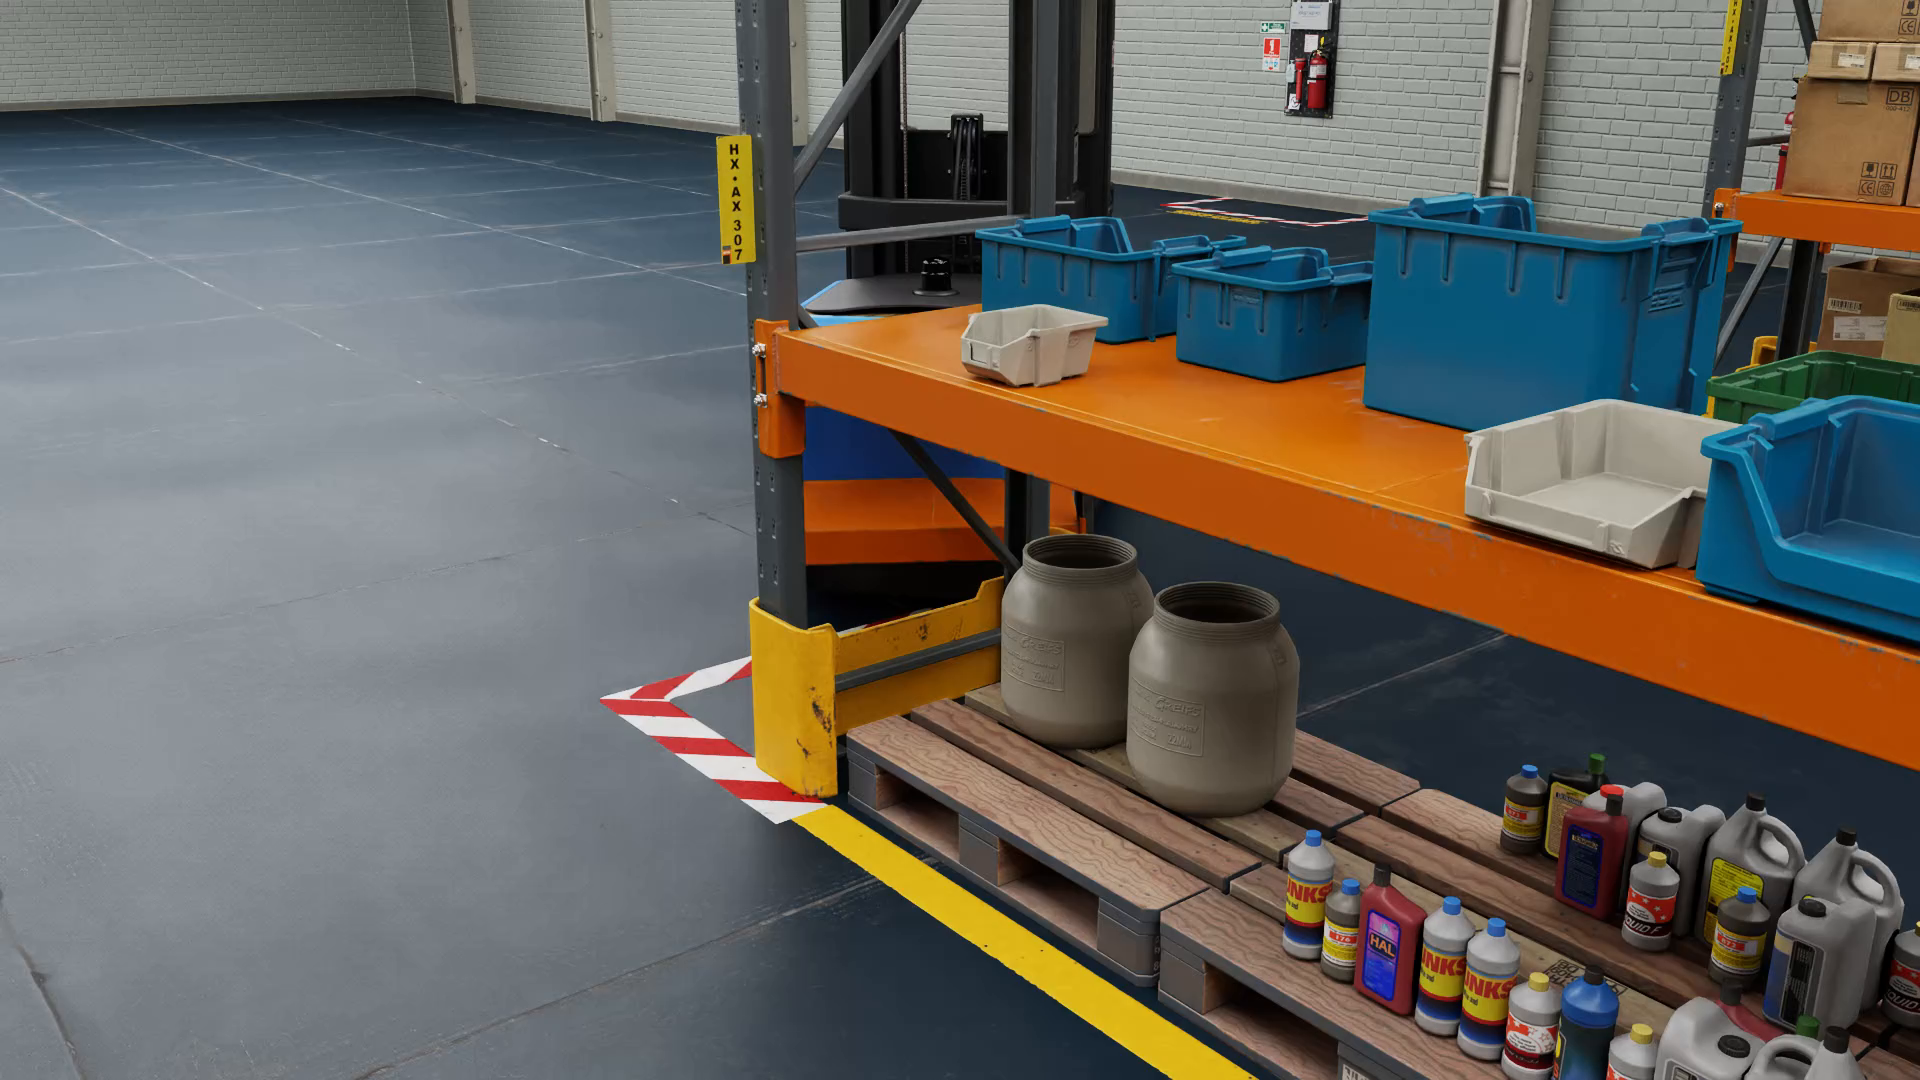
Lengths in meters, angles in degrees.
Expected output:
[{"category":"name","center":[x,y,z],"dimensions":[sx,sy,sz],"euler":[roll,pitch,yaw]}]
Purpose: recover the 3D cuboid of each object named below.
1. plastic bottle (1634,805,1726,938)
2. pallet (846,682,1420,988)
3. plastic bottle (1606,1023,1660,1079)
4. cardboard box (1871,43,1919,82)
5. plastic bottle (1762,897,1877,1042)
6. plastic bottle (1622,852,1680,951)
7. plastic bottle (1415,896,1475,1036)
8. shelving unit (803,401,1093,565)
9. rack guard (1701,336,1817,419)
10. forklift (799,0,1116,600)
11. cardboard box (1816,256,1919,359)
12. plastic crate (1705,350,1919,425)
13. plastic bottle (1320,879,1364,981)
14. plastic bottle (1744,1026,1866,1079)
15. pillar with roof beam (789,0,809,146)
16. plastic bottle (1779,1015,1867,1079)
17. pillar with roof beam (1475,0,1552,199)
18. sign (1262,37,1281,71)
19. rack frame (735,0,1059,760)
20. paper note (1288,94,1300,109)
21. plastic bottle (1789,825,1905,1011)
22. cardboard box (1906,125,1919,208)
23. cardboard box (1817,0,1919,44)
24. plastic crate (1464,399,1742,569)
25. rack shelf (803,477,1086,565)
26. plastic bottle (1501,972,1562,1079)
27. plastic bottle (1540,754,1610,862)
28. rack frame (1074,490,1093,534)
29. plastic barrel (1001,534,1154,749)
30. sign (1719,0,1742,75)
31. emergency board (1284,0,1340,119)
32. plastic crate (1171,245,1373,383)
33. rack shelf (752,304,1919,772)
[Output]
[{"category":"plastic bottle","center":[1.560,0.697,3.618],"dimensions":[0.152,0.276,0.135],"euler":[-15,23,-38]},{"category":"pallet","center":[0.439,0.679,4.476],"dimensions":[1.003,0.211,1.213],"euler":[-14,23,-36]},{"category":"plastic bottle","center":[1.200,0.956,2.956],"dimensions":[0.097,0.201,0.097],"euler":[0,18,0]},{"category":"cardboard box","center":[3.981,-1.973,6.860],"dimensions":[0.380,0.149,0.250],"euler":[-15,23,-37]},{"category":"plastic bottle","center":[1.681,0.818,3.253],"dimensions":[0.152,0.276,0.135],"euler":[-14,23,-36]},{"category":"plastic bottle","center":[1.474,0.762,3.542],"dimensions":[0.097,0.201,0.097],"euler":[0,18,0]},{"category":"plastic bottle","center":[0.949,0.823,3.246],"dimensions":[0.097,0.271,0.097],"euler":[0,18,0]},{"category":"shelving unit","center":[-0.095,-0.247,5.586],"dimensions":[1.048,1.125,0.538],"euler":[-2,21,1]},{"category":"rack guard","center":[3.725,-0.641,8.002],"dimensions":[1.175,0.500,0.348],"euler":[-14,23,-36]},{"category":"forklift","center":[0.113,-1.586,6.990],"dimensions":[1.130,2.935,3.031],"euler":[3,19,10]},{"category":"cardboard box","center":[4.306,-0.997,7.616],"dimensions":[0.500,0.500,0.500],"euler":[-14,23,-36]},{"category":"plastic crate","center":[1.717,-0.159,2.907],"dimensions":[0.450,0.188,0.662],"euler":[-14,23,-36]},{"category":"plastic bottle","center":[0.800,0.797,3.435],"dimensions":[0.097,0.201,0.097],"euler":[0,18,0]},{"category":"plastic bottle","center":[1.393,0.949,2.737],"dimensions":[0.144,0.351,0.185],"euler":[-14,23,-36]},{"category":"pillar with roof beam","center":[-5.817,-9.229,20.417],"dimensions":[9.100,9.000,0.400],"euler":[-14,23,-36]},{"category":"plastic bottle","center":[1.457,0.955,2.827],"dimensions":[0.061,0.283,0.133],"euler":[-14,23,-36]},{"category":"pillar with roof beam","center":[1.633,-6.272,11.487],"dimensions":[9.100,9.000,0.400],"euler":[-14,23,-36]},{"category":"sign","center":[3.241,-5.054,17.296],"dimensions":[0.001,0.329,0.234],"euler":[-14,23,-36]},{"category":"rack frame","center":[-0.145,-0.856,4.674],"dimensions":[1.000,3.000,0.127],"euler":[-14,23,-36]},{"category":"paper note","center":[3.448,-4.519,17.140],"dimensions":[0.016,0.148,0.142],"euler":[-14,23,-36]},{"category":"plastic bottle","center":[1.781,0.748,3.347],"dimensions":[0.144,0.351,0.185],"euler":[-14,23,-37]},{"category":"cardboard box","center":[4.350,-1.623,6.832],"dimensions":[0.700,0.500,0.500],"euler":[-13,22,-35]},{"category":"cardboard box","center":[4.053,-2.354,6.977],"dimensions":[0.700,0.500,0.500],"euler":[-14,23,-36]},{"category":"plastic crate","center":[1.131,-0.095,2.798],"dimensions":[0.530,0.136,0.437],"euler":[-14,23,-36]},{"category":"rack shelf","center":[-0.087,-0.019,5.674],"dimensions":[1.000,0.278,0.538],"euler":[-2,21,1]},{"category":"plastic bottle","center":[1.073,0.905,3.109],"dimensions":[0.097,0.201,0.097],"euler":[0,18,0]},{"category":"plastic bottle","center":[1.425,0.617,3.848],"dimensions":[0.061,0.283,0.133],"euler":[-13,23,-35]},{"category":"rack frame","center":[0.413,-0.261,5.580],"dimensions":[0.032,1.125,0.500],"euler":[-2,21,1]},{"category":"plastic barrel","center":[0.323,0.273,4.555],"dimensions":[0.421,0.512,0.421],"euler":[0,18,0]},{"category":"sign","center":[3.301,-2.163,7.120],"dimensions":[0.100,0.325,0.005],"euler":[-14,23,-36]},{"category":"emergency board","center":[3.504,-4.880,16.829],"dimensions":[0.194,1.169,0.643],"euler":[-14,23,-36]},{"category":"plastic crate","center":[0.799,-0.559,4.015],"dimensions":[0.499,0.251,0.408],"euler":[-14,23,-36]},{"category":"rack shelf","center":[1.096,-0.021,3.299],"dimensions":[1.077,0.370,4.000],"euler":[-14,23,-36]}]
